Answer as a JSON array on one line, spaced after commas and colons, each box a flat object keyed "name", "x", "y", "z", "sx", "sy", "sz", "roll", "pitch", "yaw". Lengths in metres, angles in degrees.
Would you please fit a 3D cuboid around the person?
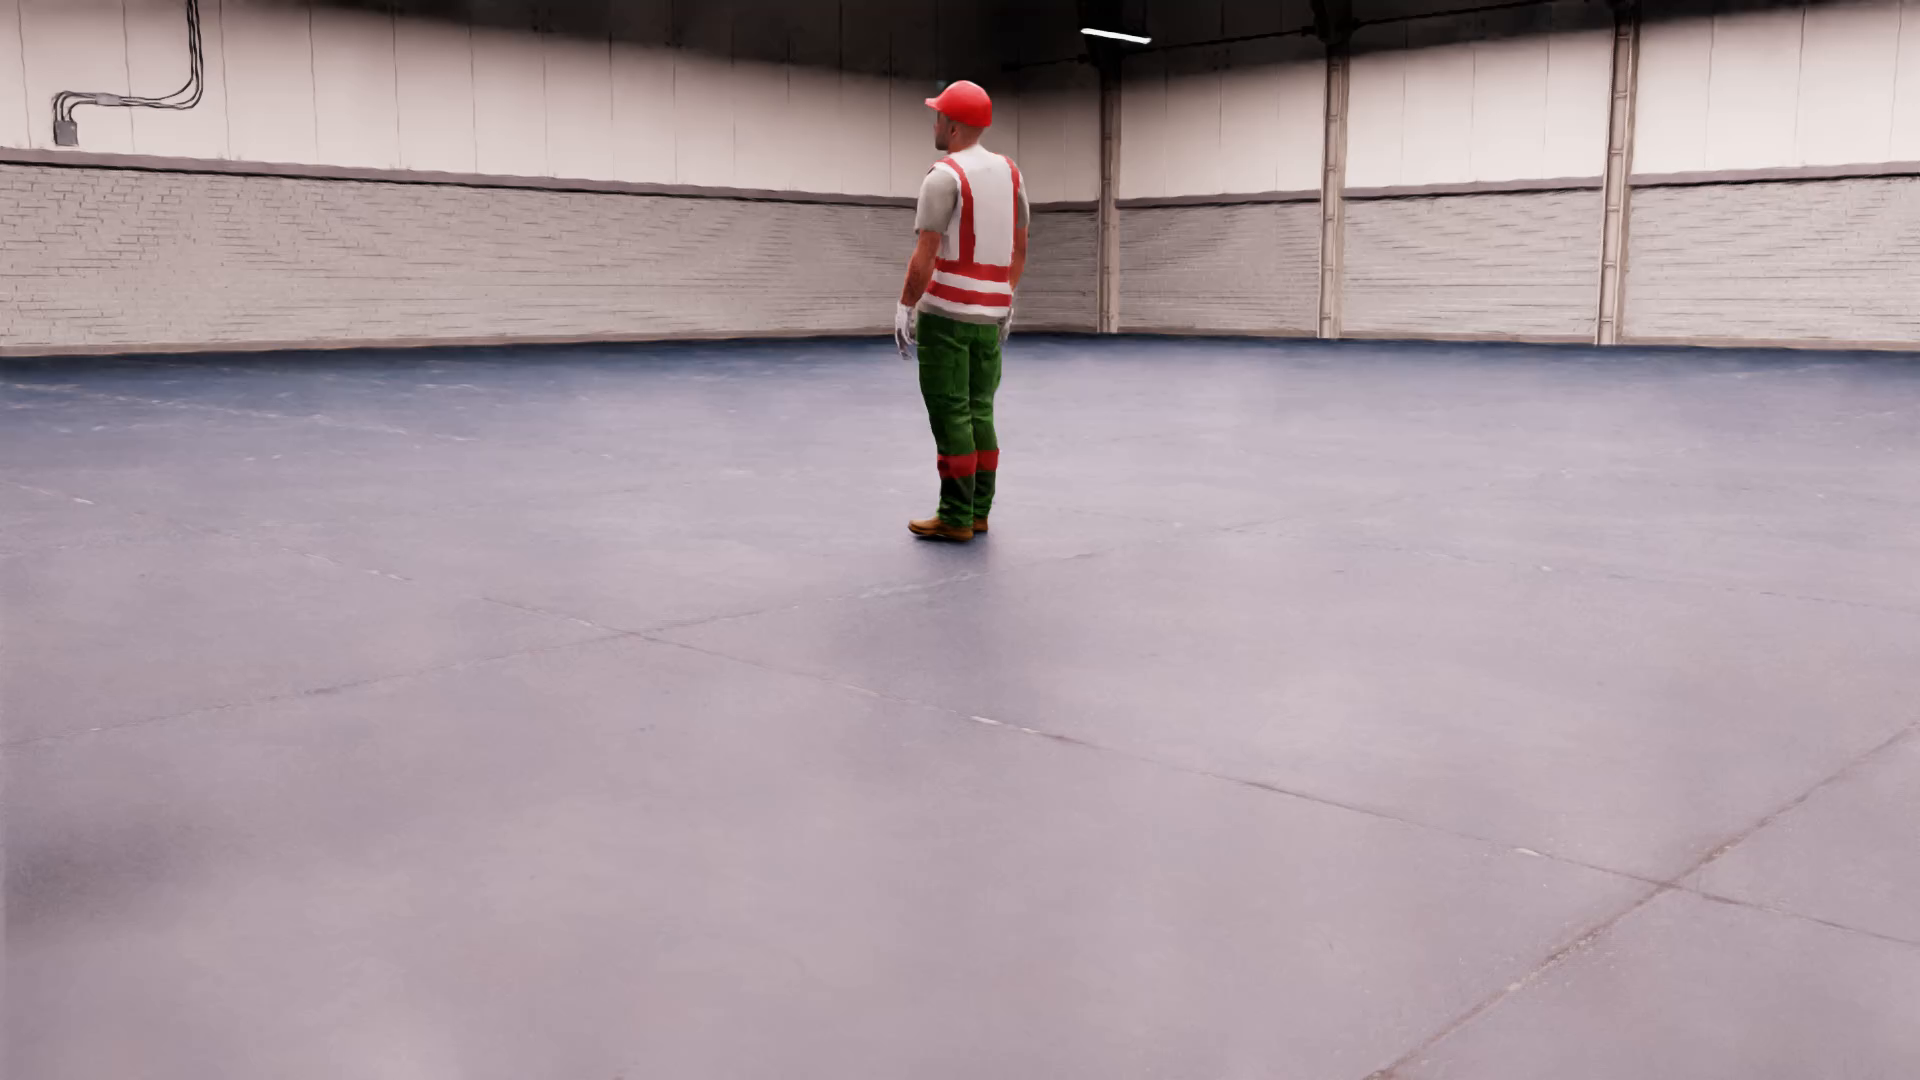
[{"name": "person", "x": -0.050, "y": -0.901, "z": 6.646, "sx": 0.563, "sy": 1.787, "sz": 0.637, "roll": 8, "pitch": 12, "yaw": 43}]
